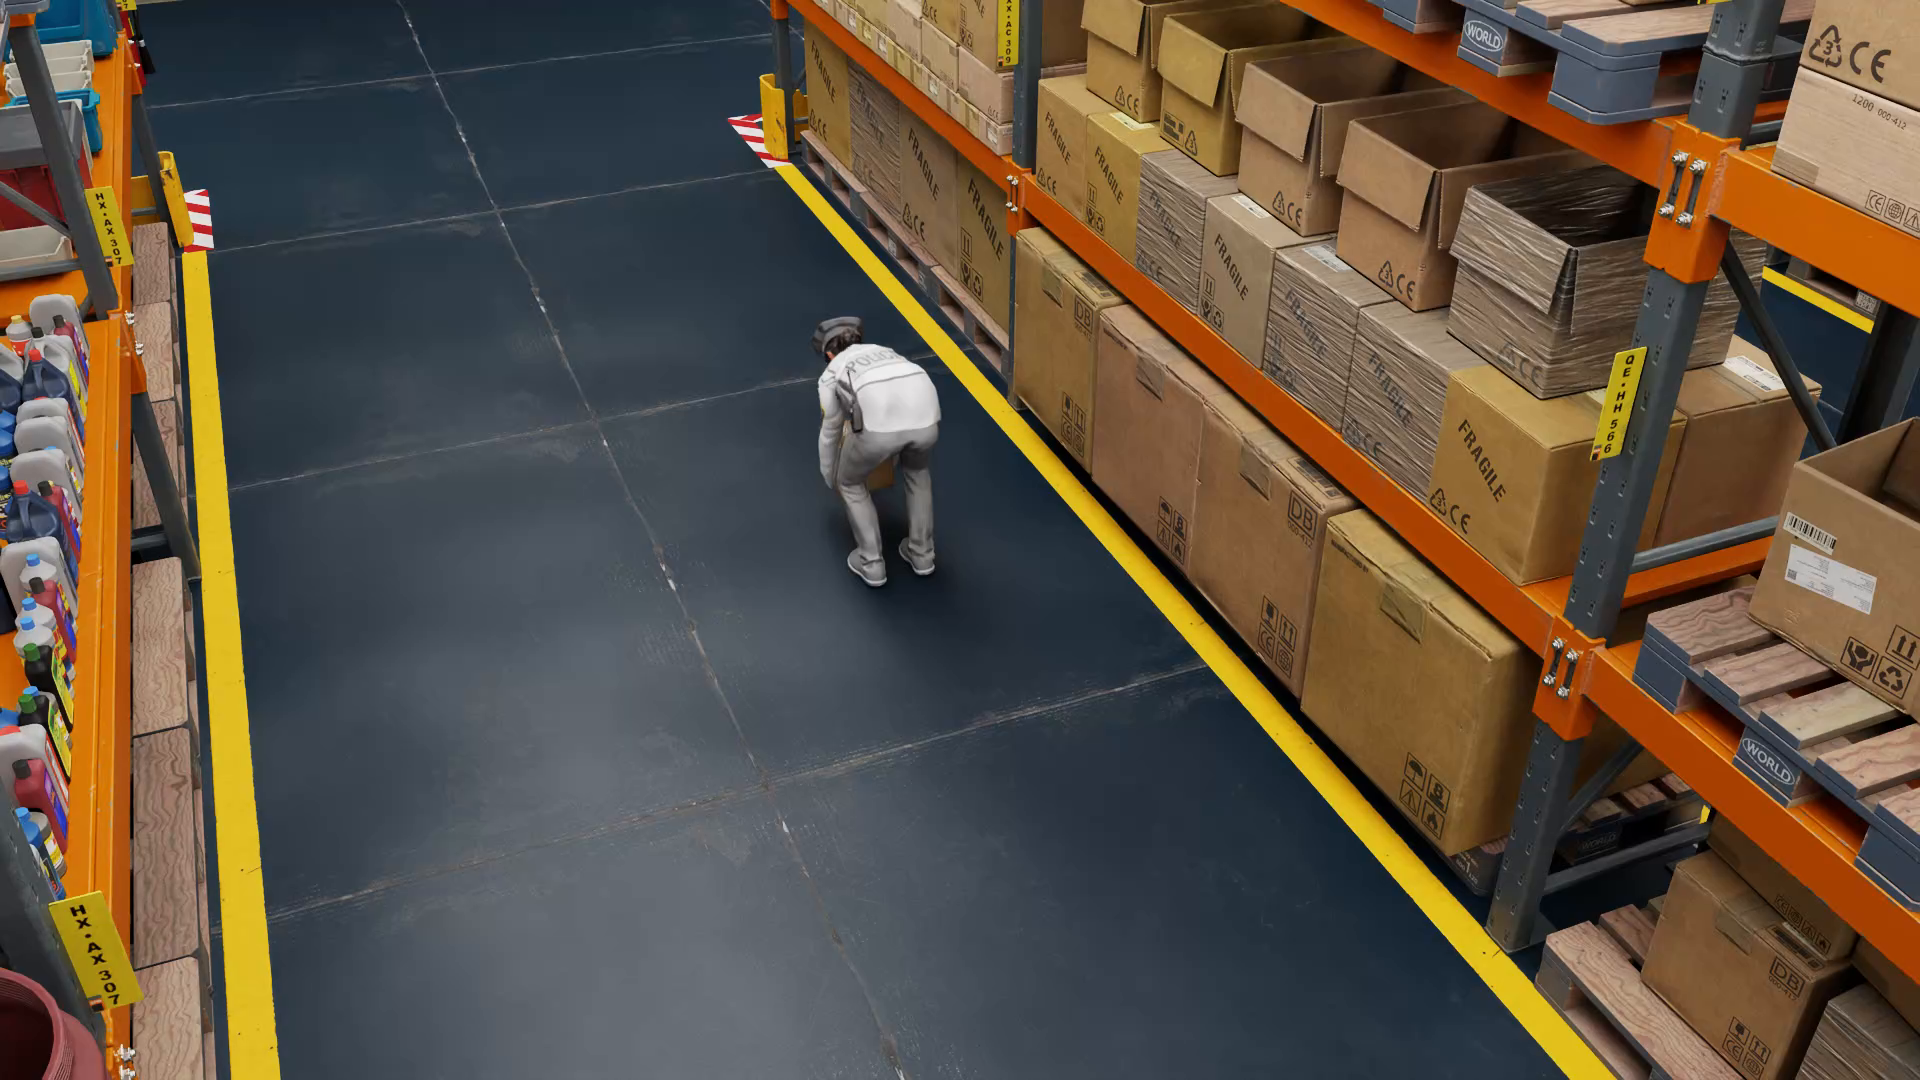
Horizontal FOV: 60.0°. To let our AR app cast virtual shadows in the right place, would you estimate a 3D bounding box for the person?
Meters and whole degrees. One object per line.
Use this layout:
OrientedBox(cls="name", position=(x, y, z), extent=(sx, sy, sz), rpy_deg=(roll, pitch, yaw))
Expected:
OrientedBox(cls="person", position=(-0.385, -0.404, 7.336), extent=(0.428, 1.014, 0.921), rpy_deg=(-14, 36, -20))
